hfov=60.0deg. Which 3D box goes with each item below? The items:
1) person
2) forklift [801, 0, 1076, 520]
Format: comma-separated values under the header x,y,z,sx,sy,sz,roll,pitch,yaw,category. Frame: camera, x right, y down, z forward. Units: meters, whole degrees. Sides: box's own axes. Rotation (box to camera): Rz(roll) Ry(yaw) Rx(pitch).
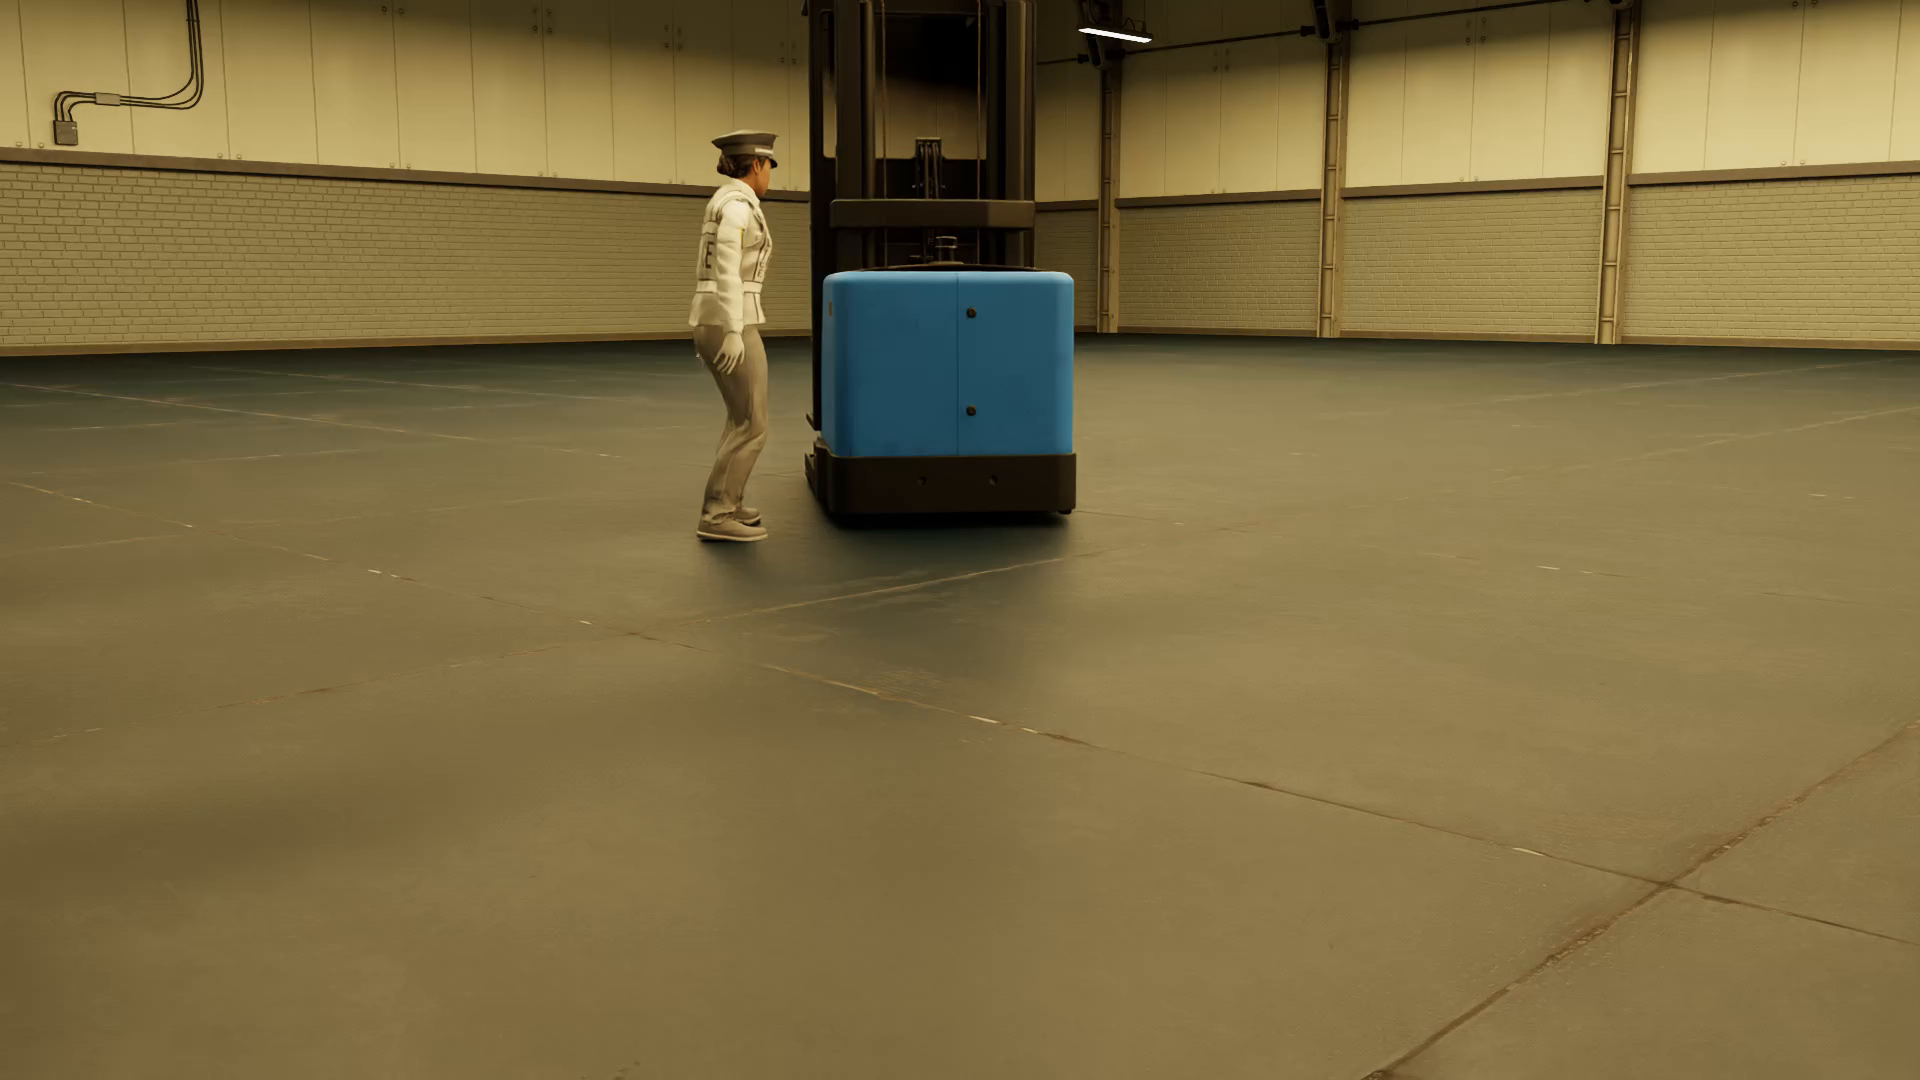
x,y,z,sx,sy,sz,roll,pitch,yaw,category
-0.916,-0.825,6.747,0.382,1.639,0.788,-3,9,-18,person
-0.214,-1.717,8.277,1.130,2.935,3.031,-1,9,-8,forklift
